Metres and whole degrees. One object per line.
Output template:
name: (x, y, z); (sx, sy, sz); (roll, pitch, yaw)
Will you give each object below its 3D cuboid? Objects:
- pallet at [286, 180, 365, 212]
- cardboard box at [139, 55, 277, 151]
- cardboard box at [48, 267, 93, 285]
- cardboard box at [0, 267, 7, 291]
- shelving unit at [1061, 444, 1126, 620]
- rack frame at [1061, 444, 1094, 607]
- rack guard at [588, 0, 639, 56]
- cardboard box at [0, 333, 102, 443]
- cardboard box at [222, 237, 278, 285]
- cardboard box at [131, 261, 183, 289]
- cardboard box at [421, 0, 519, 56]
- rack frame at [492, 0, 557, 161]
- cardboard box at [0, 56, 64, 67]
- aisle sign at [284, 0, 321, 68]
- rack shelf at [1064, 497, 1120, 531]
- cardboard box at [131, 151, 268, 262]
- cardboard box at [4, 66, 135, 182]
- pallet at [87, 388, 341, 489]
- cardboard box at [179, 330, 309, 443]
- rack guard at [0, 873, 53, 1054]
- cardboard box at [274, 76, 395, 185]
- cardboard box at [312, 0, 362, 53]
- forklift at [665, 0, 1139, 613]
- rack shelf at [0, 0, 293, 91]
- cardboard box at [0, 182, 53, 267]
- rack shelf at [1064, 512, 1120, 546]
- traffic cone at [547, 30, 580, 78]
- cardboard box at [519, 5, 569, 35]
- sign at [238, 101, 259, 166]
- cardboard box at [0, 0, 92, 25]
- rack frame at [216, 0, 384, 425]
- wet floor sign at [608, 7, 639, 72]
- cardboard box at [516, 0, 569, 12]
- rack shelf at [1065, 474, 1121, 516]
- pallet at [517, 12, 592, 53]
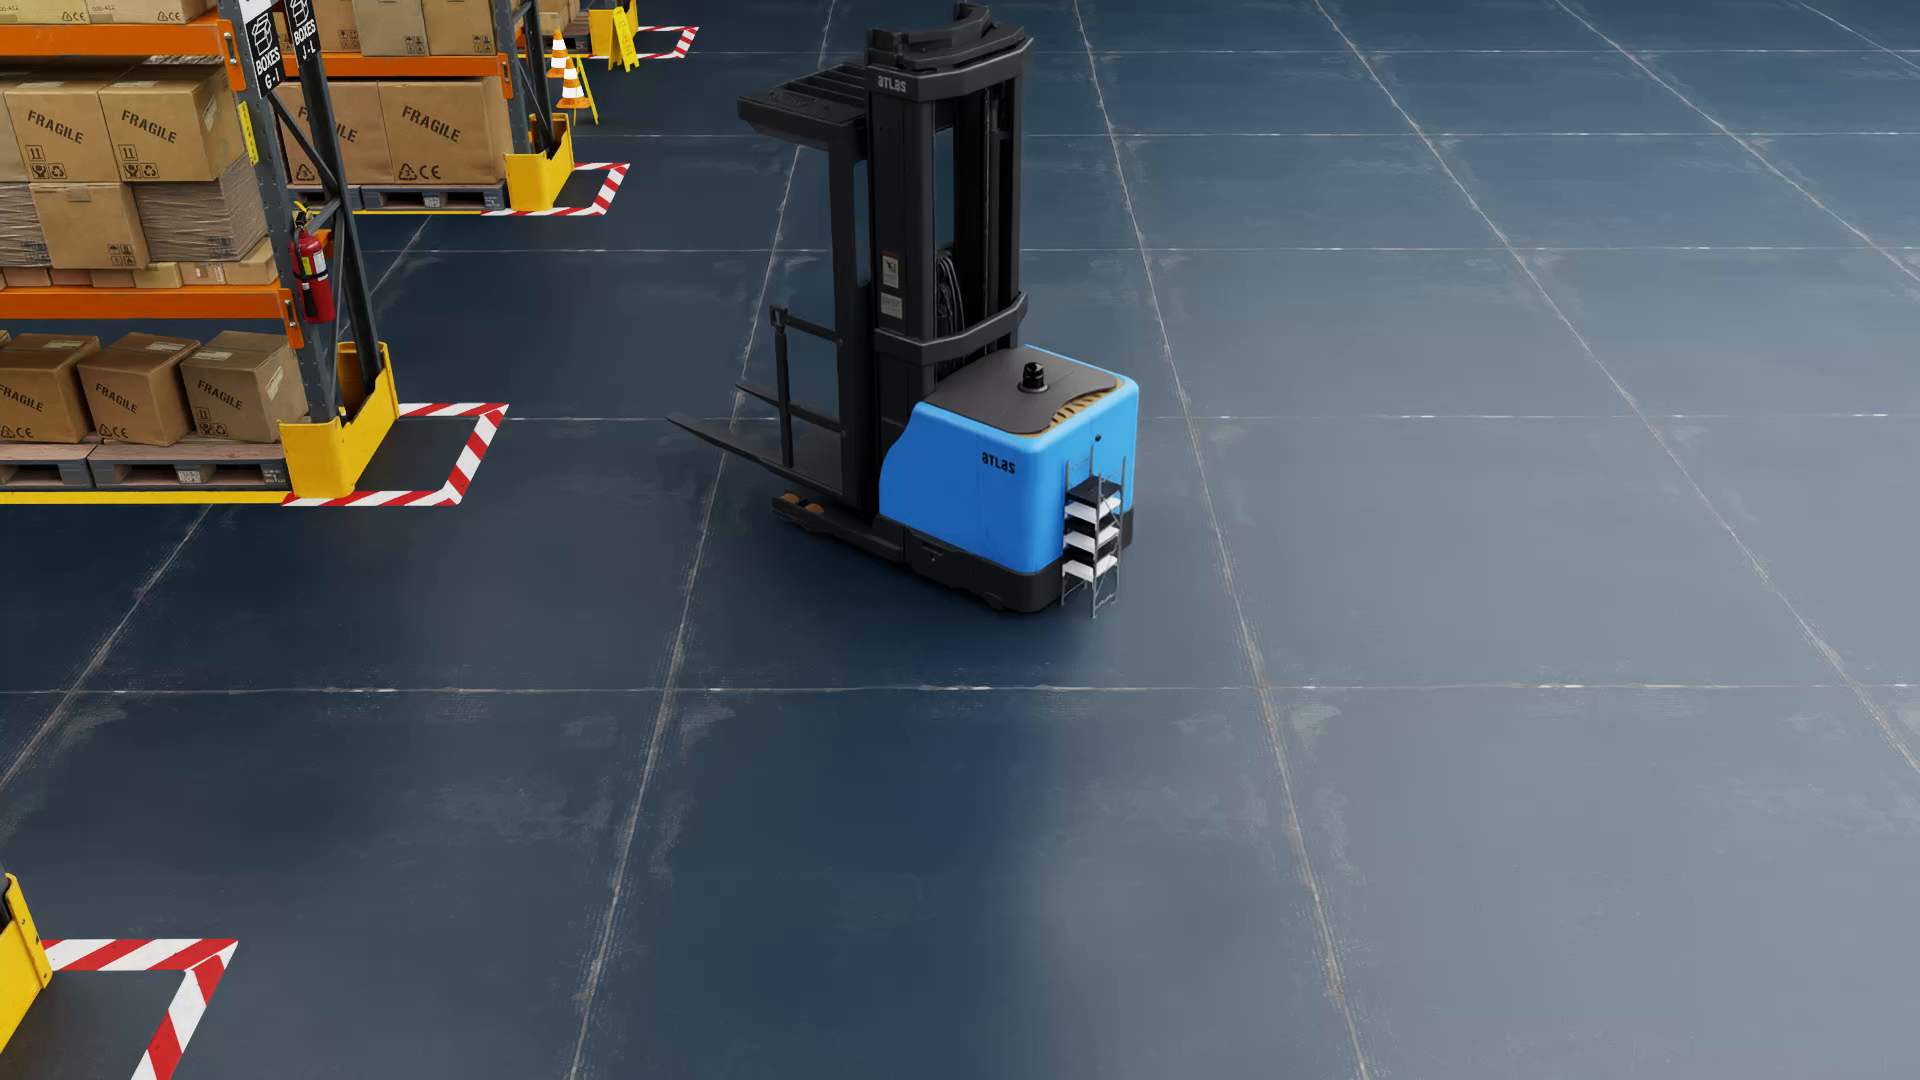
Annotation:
pallet: (-5.743, -3.173, 14.665); (1.213, 0.211, 1.003); (0, 31, 0)
cardboard box: (-4.350, -2.574, 9.643); (0.500, 0.500, 0.500); (0, 31, 0)
cardboard box: (-5.082, -1.622, 9.663); (0.250, 0.149, 0.380); (0, 31, 0)
cardboard box: (-5.581, -1.563, 9.565); (0.250, 0.149, 0.380); (0, 31, 0)
shelving unit: (0.705, -0.036, 8.831); (0.210, 0.900, 0.258); (23, 38, 33)
rack frame: (0.626, -0.069, 8.886); (0.006, 0.900, 0.240); (23, 38, 33)
rack guard: (-3.934, -5.909, 18.896); (0.348, 0.500, 1.175); (0, 31, 0)
cardboard box: (-5.646, -0.943, 10.307); (0.500, 0.500, 0.500); (3, 31, 4)
cardboard box: (-4.082, -1.622, 9.663); (0.250, 0.149, 0.380); (0, 31, 0)
cardboard box: (-4.582, -1.594, 9.617); (0.250, 0.149, 0.380); (0, 31, 0)
cardboard box: (-4.098, -4.450, 13.937); (0.550, 0.550, 0.875); (0, 31, 0)
rack frame: (-3.727, -4.410, 14.016); (0.127, 3.000, 1.000); (0, 31, 0)
cardboard box: (-5.350, -2.574, 9.643); (0.500, 0.500, 0.500); (0, 31, 0)
aisle sign: (-3.738, -3.104, 9.358); (0.004, 0.787, 0.394); (0, 31, 0)
rack shelf: (0.705, -0.161, 8.755); (0.200, 0.077, 0.258); (23, 38, 33)
cardboard box: (-4.348, -2.020, 9.693); (0.500, 0.500, 0.875); (0, 31, 0)
cardboard box: (-4.847, -2.300, 9.191); (0.500, 0.500, 0.500); (0, 31, 0)
pallet: (-4.687, -0.661, 10.524); (1.213, 0.211, 1.003); (0, 31, 0)
cardboard box: (-4.423, -0.955, 10.326); (0.500, 0.500, 0.500); (5, 32, 9)
rack guard: (-3.844, 1.825, 6.149); (0.348, 0.500, 1.175); (0, 31, 0)
cardboard box: (-5.285, -3.641, 14.392); (0.875, 0.875, 0.875); (-1, 31, -1)
cardboard box: (-5.208, -4.500, 14.020); (0.550, 0.550, 0.875); (0, 31, 0)
forklift: (-0.479, -1.487, 9.264); (3.031, 2.935, 1.130); (23, 38, 33)
rack shelf: (-5.798, -2.806, 9.174); (4.000, 0.370, 1.077); (0, 31, 0)
cardboard box: (-5.348, -1.977, 9.622); (0.500, 0.500, 0.875); (0, 31, 0)
rack shelf: (0.705, -0.084, 8.802); (0.200, 0.077, 0.258); (23, 38, 33)
traffic cone: (-4.280, -5.223, 17.801); (0.334, 0.463, 0.336); (0, 31, 0)
cardboard box: (-4.689, -5.839, 18.618); (0.500, 0.250, 0.500); (0, 31, -1)
sign: (-3.815, -2.179, 8.918); (0.005, 0.325, 0.100); (0, 31, 0)
cardboard box: (-4.778, -2.919, 8.811); (0.500, 0.250, 0.500); (0, 31, 0)
rack frame: (-3.798, -1.837, 9.775); (0.127, 3.000, 1.000); (0, 31, 0)
wet floor sign: (-3.661, -5.417, 17.945); (0.232, 0.644, 0.267); (10, 33, 17)
cardboard box: (-4.657, -6.164, 18.430); (0.500, 0.500, 0.500); (0, 31, 0)
rack shelf: (0.705, -0.238, 8.708); (0.200, 0.077, 0.258); (23, 38, 33)
pallet: (-4.746, -5.801, 18.997); (1.213, 0.211, 1.003); (0, 31, 0)
